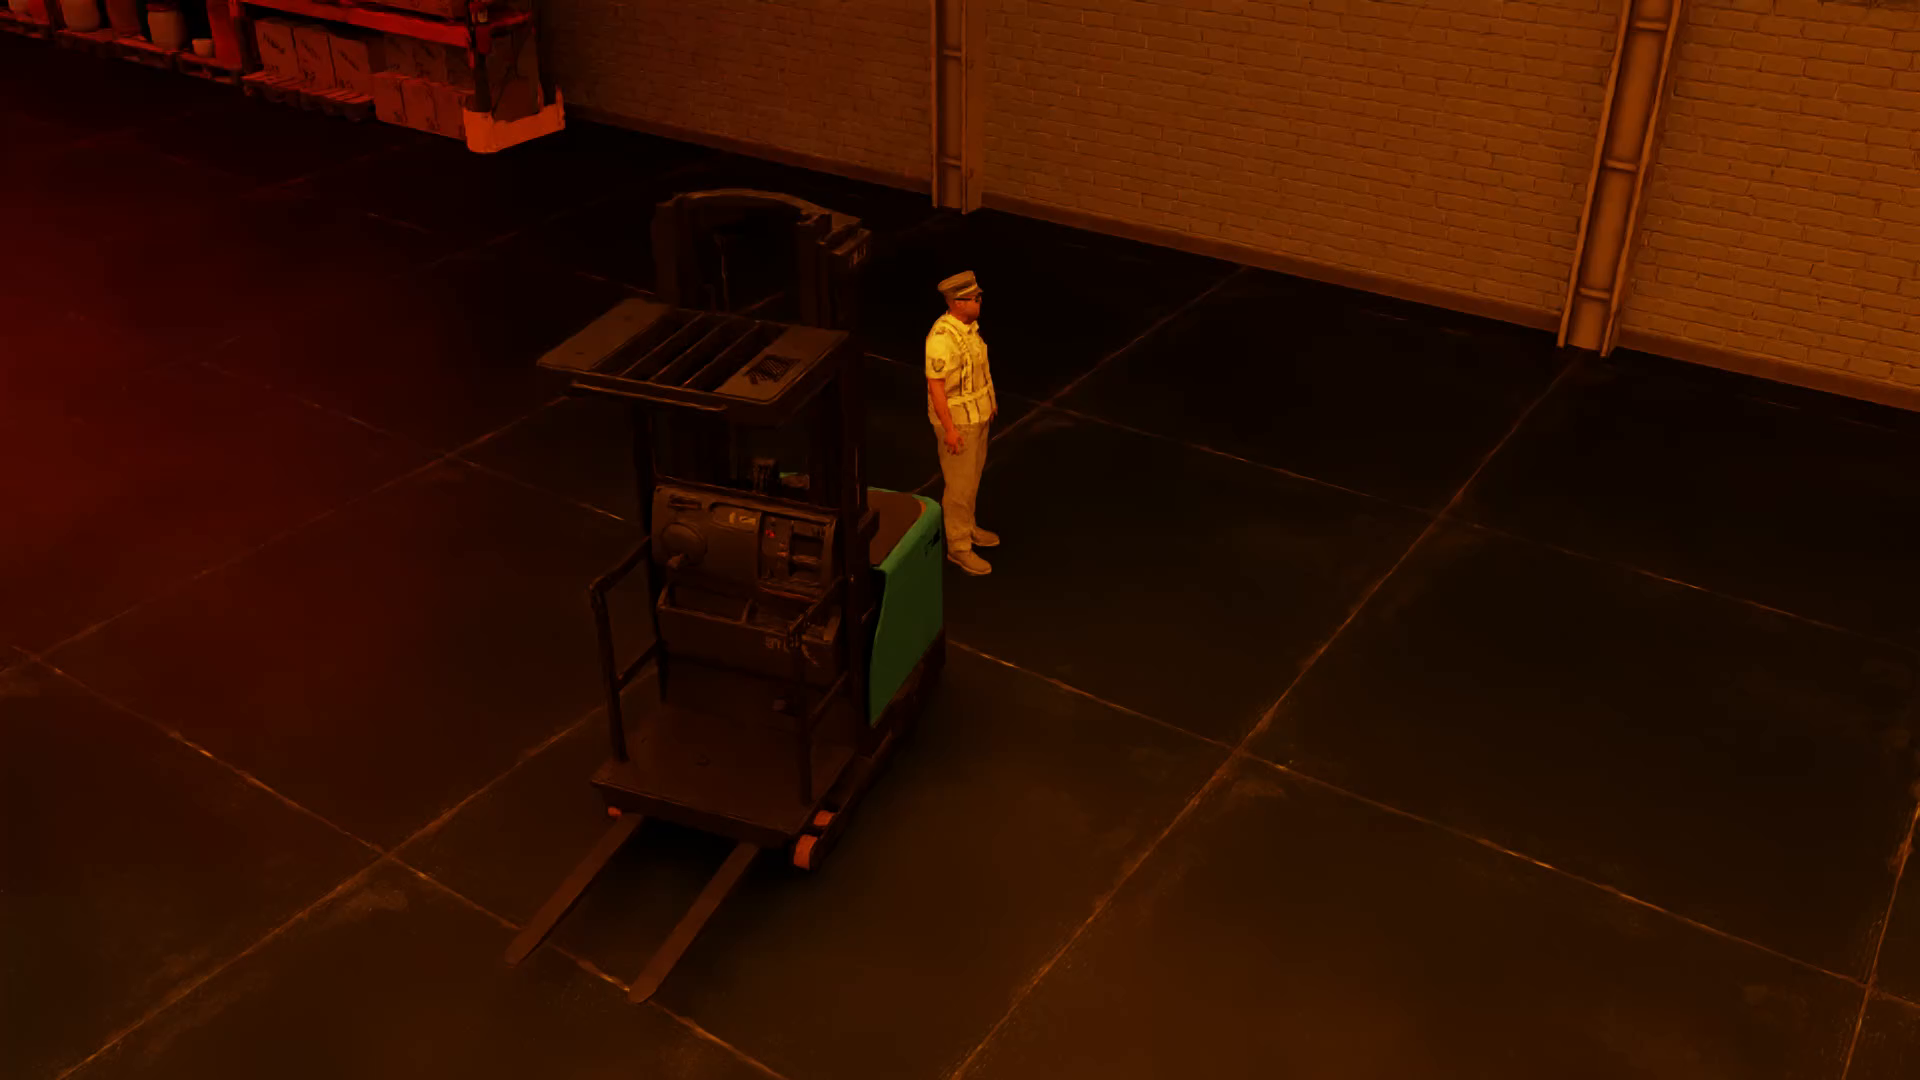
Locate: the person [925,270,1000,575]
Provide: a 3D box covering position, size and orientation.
[{"bbox_3d":[0.060,-0.748,10.019,0.491,1.780,0.696,10,32,17],"label":"person"}]

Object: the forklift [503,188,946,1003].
[{"bbox_3d":[-1.078,0.048,7.498,1.130,2.935,3.031,11,32,18],"label":"forklift"}]
